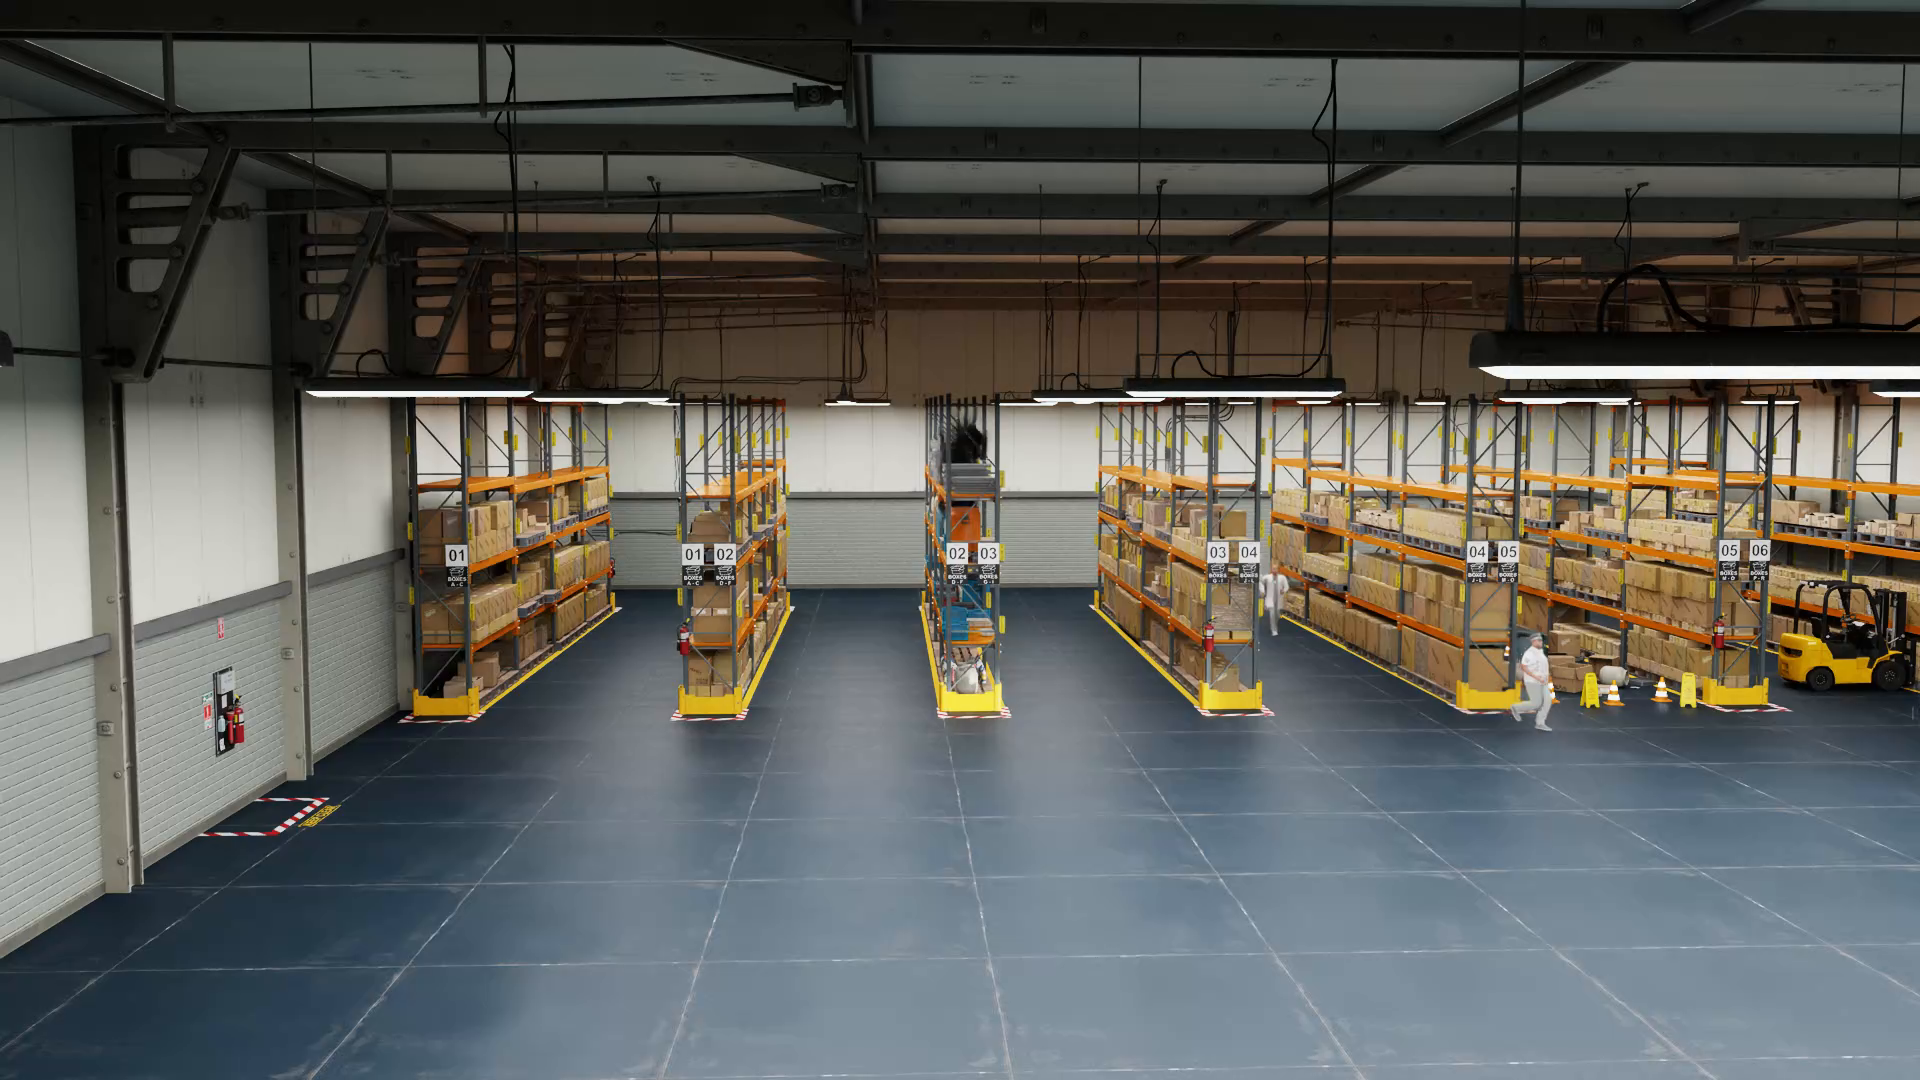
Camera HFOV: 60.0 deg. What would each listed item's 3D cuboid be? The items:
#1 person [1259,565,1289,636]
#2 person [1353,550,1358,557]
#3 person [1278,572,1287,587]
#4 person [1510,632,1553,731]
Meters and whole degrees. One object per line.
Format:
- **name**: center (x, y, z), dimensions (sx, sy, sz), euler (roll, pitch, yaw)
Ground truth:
- **person**: center (7.934, 1.499, 42.038), dimensions (0.710, 1.762, 1.033), euler (0, 5, 2)
- **person**: center (10.915, 1.184, 46.033), dimensions (0.672, 1.819, 0.928), euler (0, 5, -4)
- **person**: center (9.547, 1.051, 49.157), dimensions (0.552, 1.573, 0.666), euler (0, 5, 6)
- **person**: center (10.250, 2.514, 29.703), dimensions (0.674, 1.759, 0.757), euler (-4, 6, -43)
